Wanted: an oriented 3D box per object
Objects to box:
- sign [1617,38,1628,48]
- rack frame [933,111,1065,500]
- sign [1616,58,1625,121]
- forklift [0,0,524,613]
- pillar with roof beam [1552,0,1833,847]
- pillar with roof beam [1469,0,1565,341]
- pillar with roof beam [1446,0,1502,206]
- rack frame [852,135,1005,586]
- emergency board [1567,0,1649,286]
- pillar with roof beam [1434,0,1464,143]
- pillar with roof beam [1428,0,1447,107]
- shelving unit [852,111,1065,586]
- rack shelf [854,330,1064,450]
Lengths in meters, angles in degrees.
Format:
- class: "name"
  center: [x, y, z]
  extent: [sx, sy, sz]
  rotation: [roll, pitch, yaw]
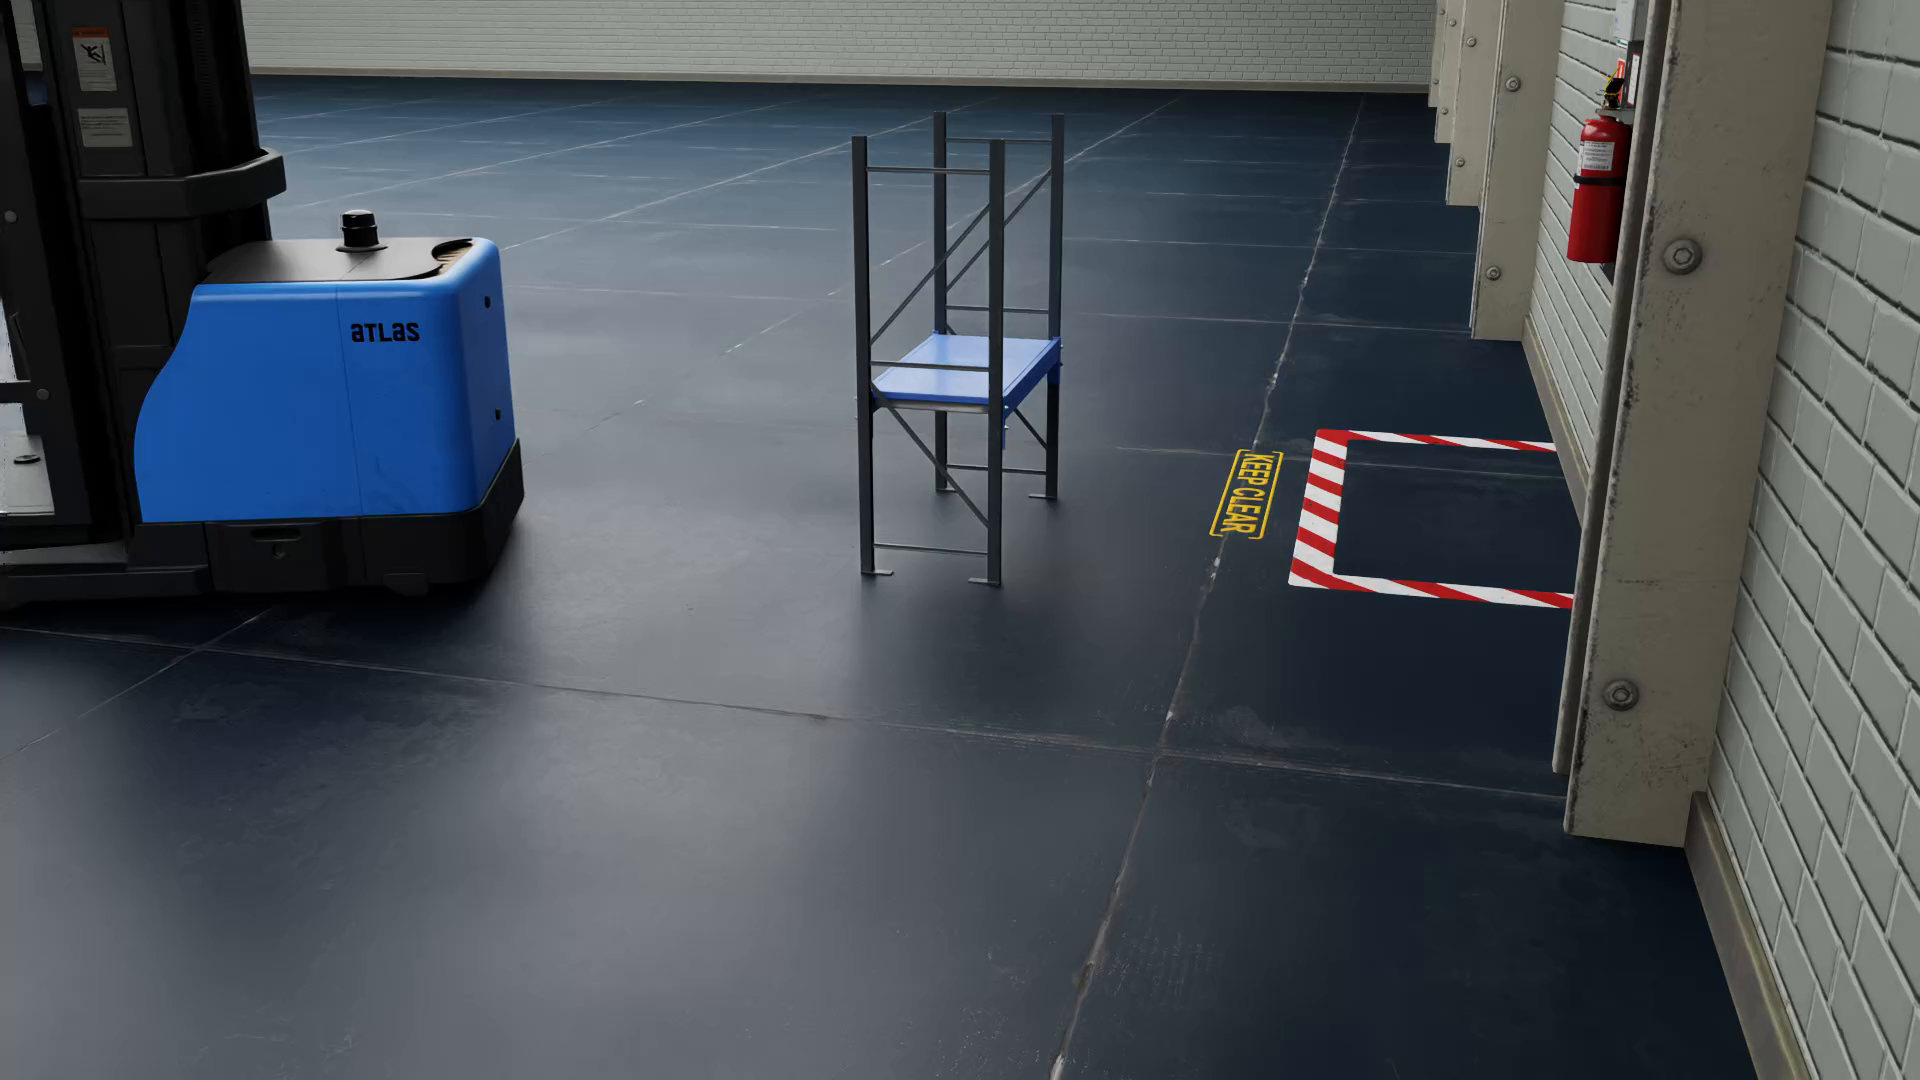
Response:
- class: "sign"
  center: [2.549, -1.953, 6.388]
  extent: [0.001, 0.109, 0.331]
  rotation: [5, 19, 13]
- class: "rack frame"
  center: [0.145, -0.896, 6.490]
  extent: [0.500, 1.500, 0.032]
  rotation: [5, 19, 13]
- class: "sign"
  center: [2.559, -1.703, 6.476]
  extent: [0.001, 0.329, 0.234]
  rotation: [5, 19, 13]
- class: "forklift"
  center: [-3.151, -1.297, 5.449]
  extent: [3.031, 2.935, 1.130]
  rotation: [-2, 19, -6]
- class: "pillar with roof beam"
  center: [-2.492, -3.928, 3.765]
  extent: [9.100, 9.000, 0.400]
  rotation: [5, 19, 13]
- class: "pillar with roof beam"
  center: [-1.026, -5.808, 9.271]
  extent: [9.100, 9.000, 0.400]
  rotation: [5, 19, 13]
- class: "pillar with roof beam"
  center: [0.440, -7.689, 14.777]
  extent: [9.100, 9.000, 0.400]
  rotation: [5, 19, 13]
- class: "rack frame"
  center: [-0.103, -0.577, 5.557]
  extent: [0.500, 1.500, 0.032]
  rotation: [5, 19, 13]
- class: "emergency board"
  center: [2.324, -1.520, 5.998]
  extent: [0.194, 1.169, 0.643]
  rotation: [5, 19, 13]
- class: "pillar with roof beam"
  center: [1.906, -9.570, 20.283]
  extent: [9.100, 9.000, 0.400]
  rotation: [5, 19, 13]
- class: "pillar with roof beam"
  center: [3.372, -11.450, 25.789]
  extent: [9.100, 9.000, 0.400]
  rotation: [5, 19, 13]
- class: "shelving unit"
  center: [0.021, -0.736, 6.023]
  extent: [0.538, 1.500, 1.048]
  rotation: [5, 19, 13]
- class: "rack shelf"
  center: [0.021, -0.566, 6.082]
  extent: [0.538, 0.185, 1.000]
  rotation: [5, 19, 13]
